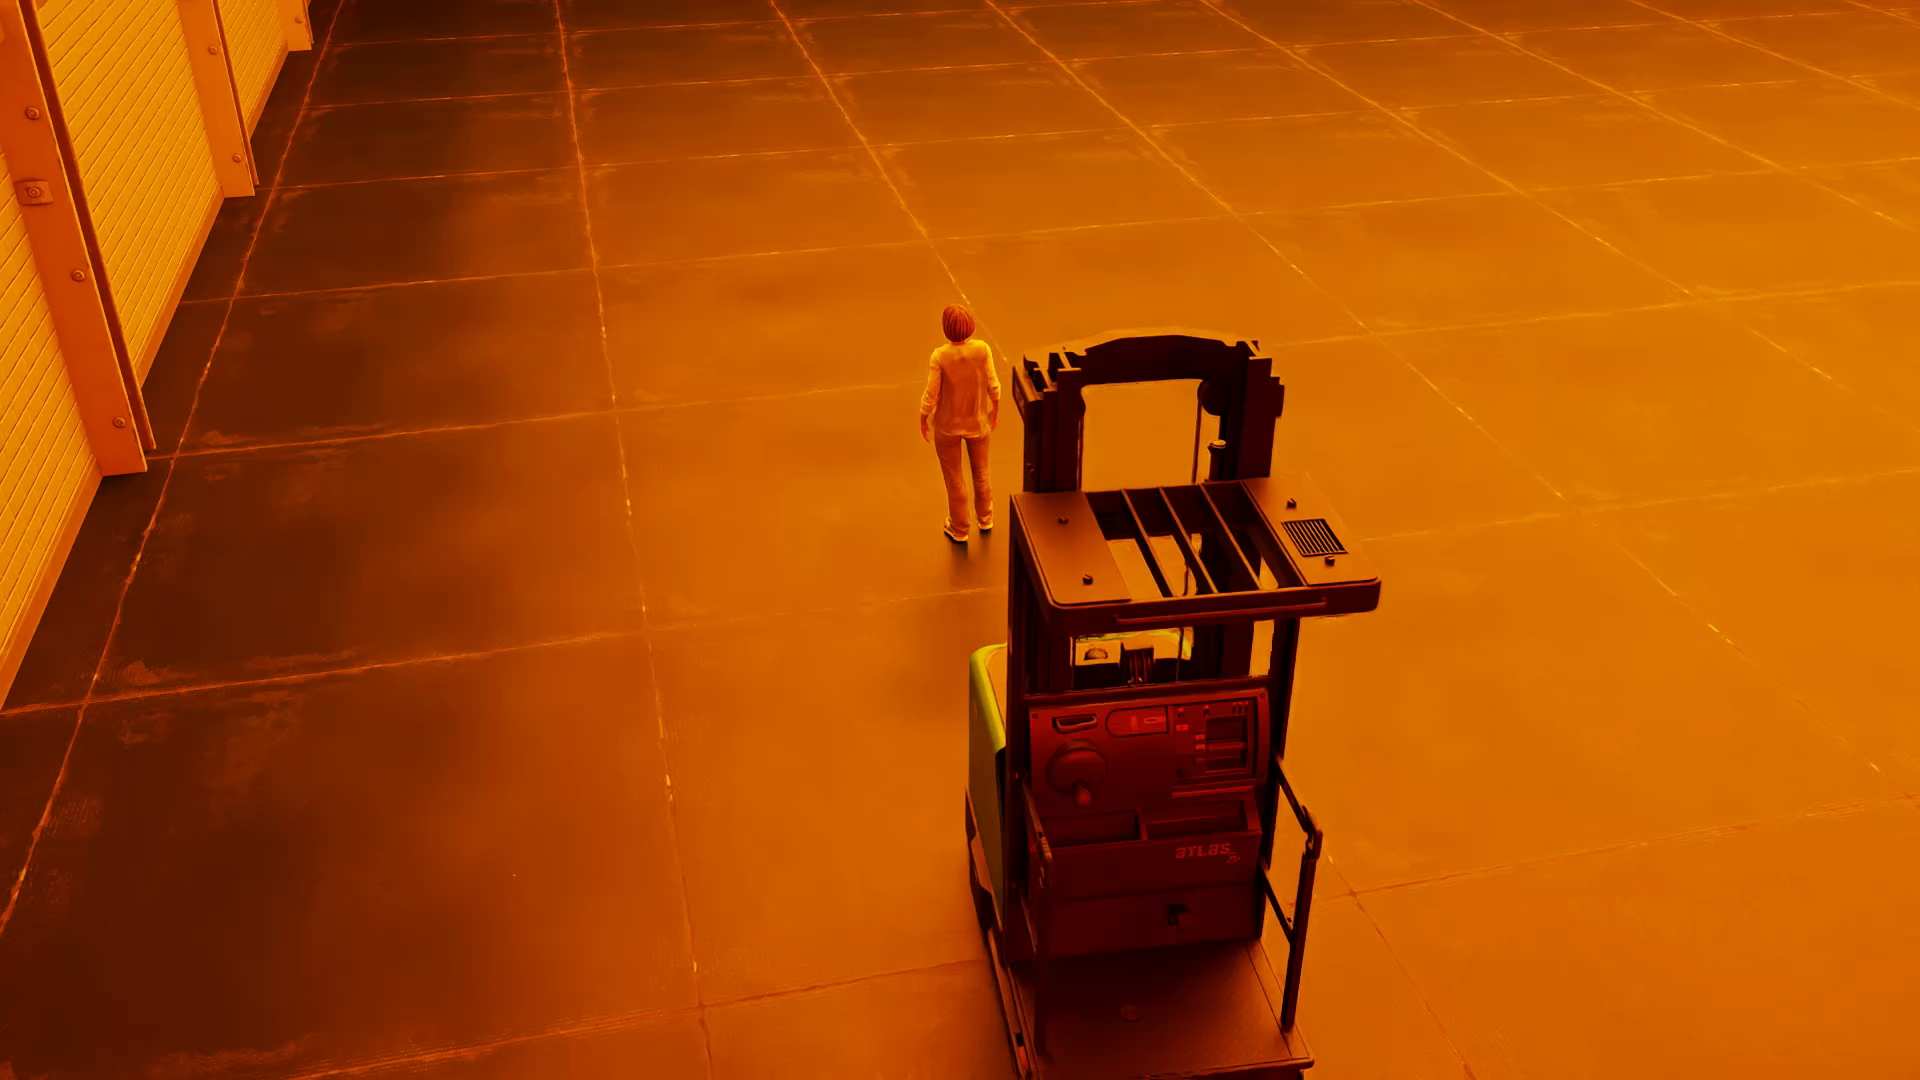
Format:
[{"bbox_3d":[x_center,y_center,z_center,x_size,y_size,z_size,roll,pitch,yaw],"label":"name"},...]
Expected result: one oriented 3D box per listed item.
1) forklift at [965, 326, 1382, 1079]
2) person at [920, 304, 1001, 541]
[{"bbox_3d":[0.754,0.835,6.133,1.130,2.935,3.031,-4,30,-7],"label":"forklift"},{"bbox_3d":[-0.004,-0.734,10.163,0.520,1.595,0.473,-7,31,-12],"label":"person"}]
